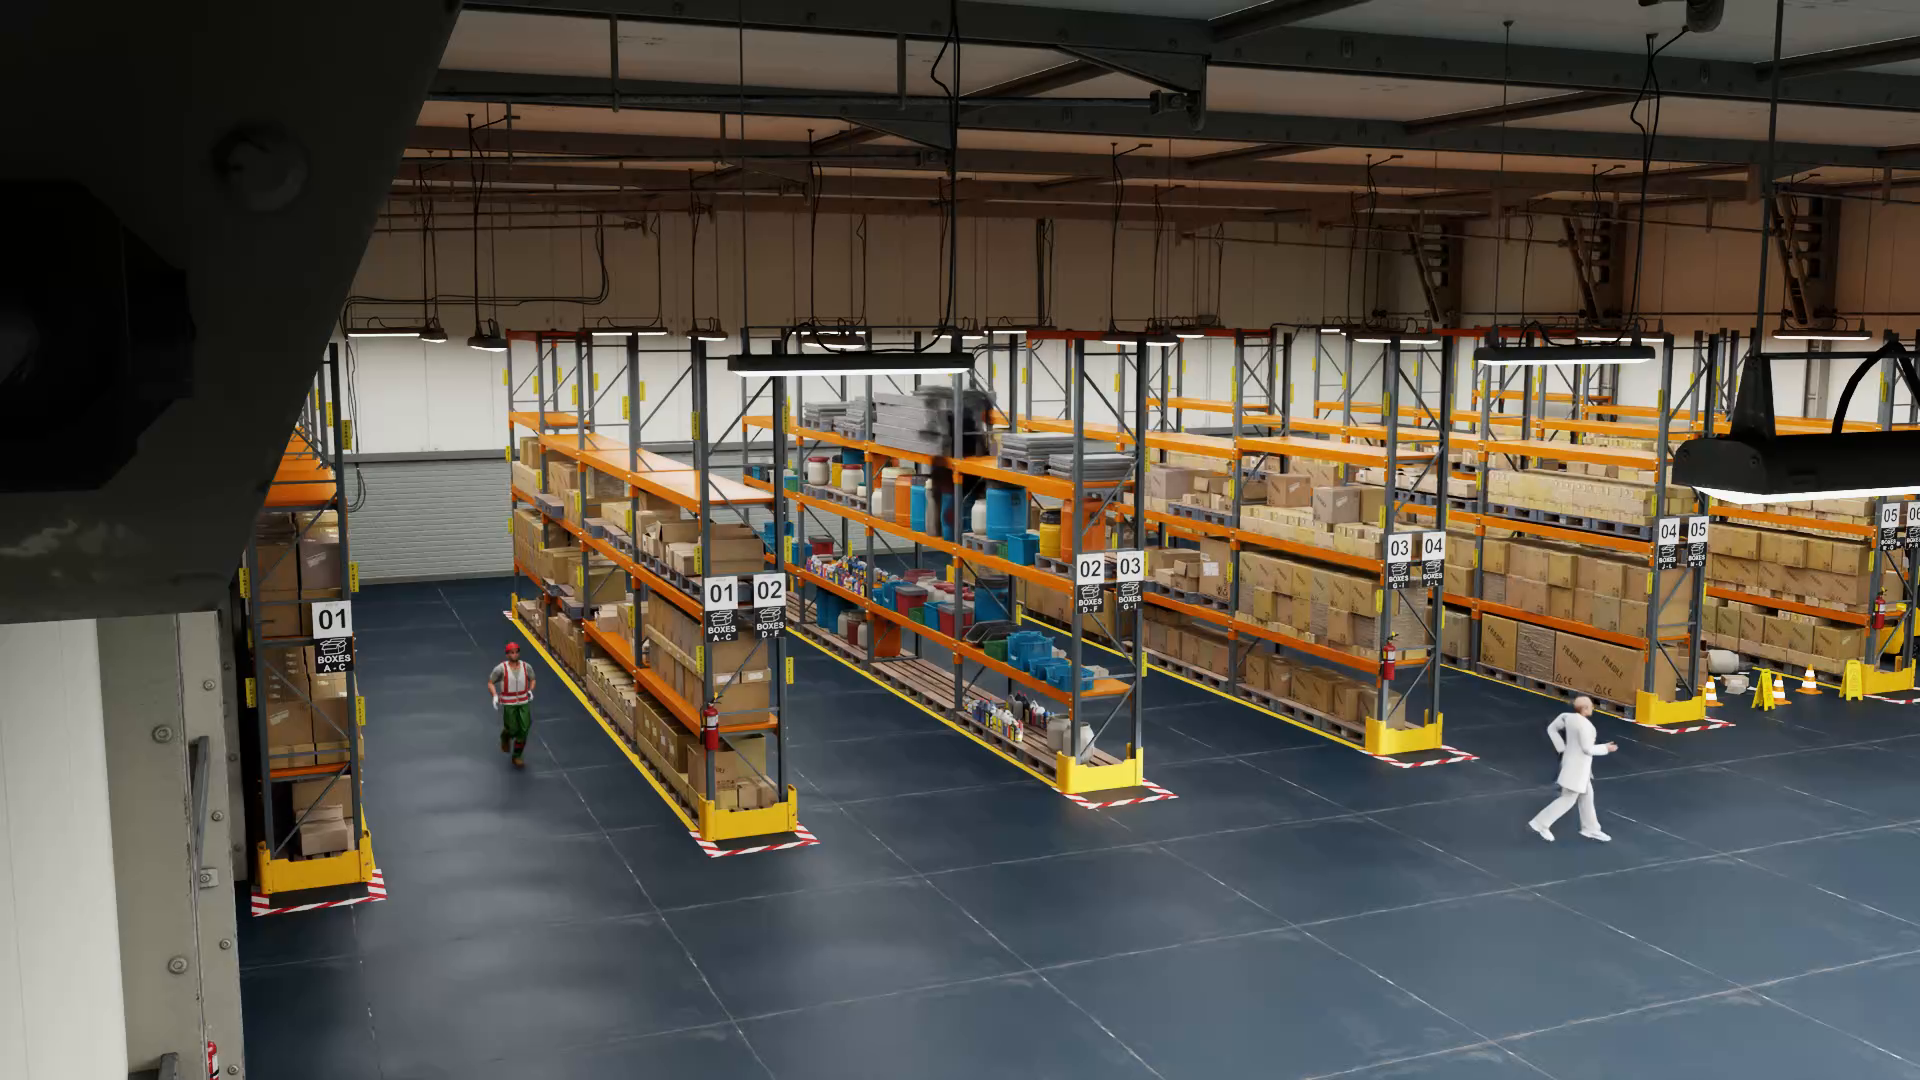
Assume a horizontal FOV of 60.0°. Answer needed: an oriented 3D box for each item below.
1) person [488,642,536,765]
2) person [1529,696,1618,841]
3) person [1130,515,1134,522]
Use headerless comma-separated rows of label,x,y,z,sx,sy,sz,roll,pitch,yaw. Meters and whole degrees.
person,-6.270,2.299,23.415,0.662,1.739,0.599,-5,9,-31
person,7.325,2.744,19.862,1.041,1.790,0.673,0,8,2
person,4.467,-0.155,41.606,0.829,1.705,0.666,-4,9,-30
